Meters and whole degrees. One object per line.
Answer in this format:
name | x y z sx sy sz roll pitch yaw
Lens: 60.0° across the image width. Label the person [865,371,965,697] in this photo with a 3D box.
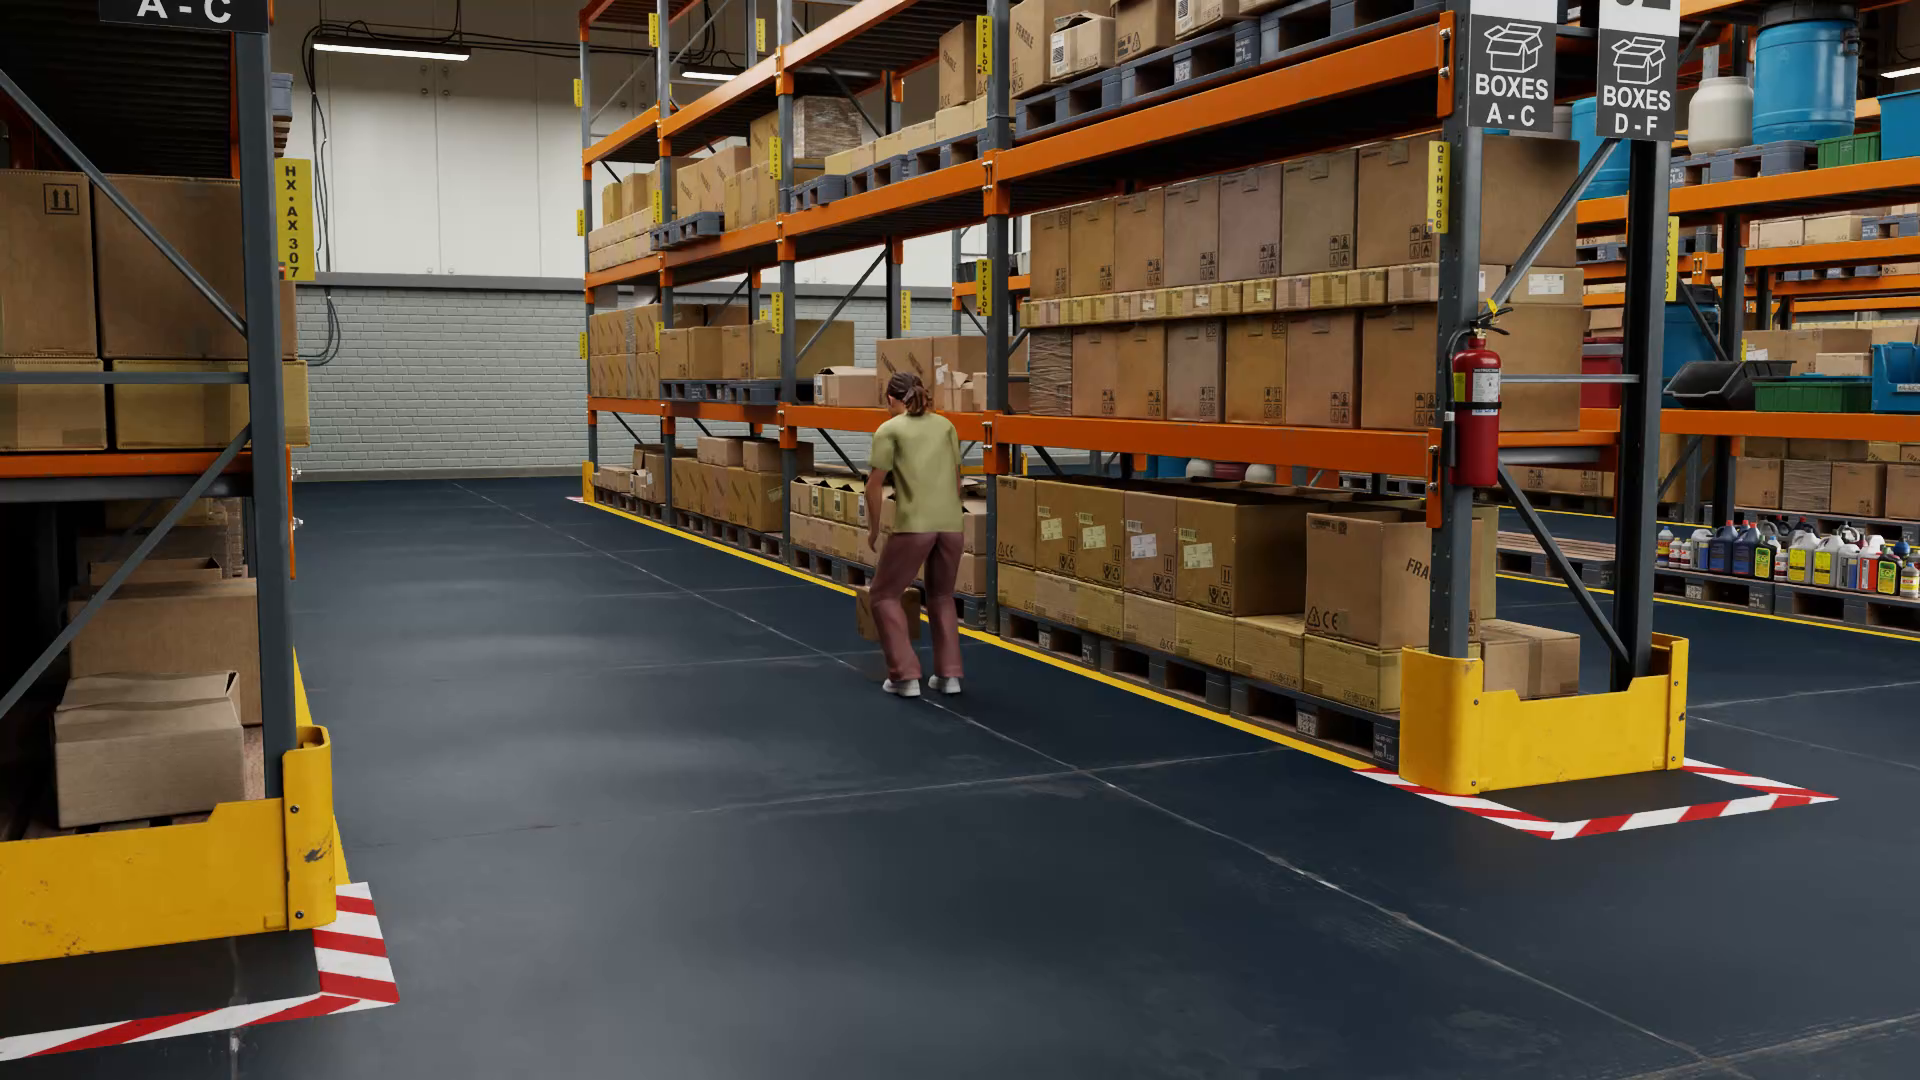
person | -0.217 -0.034 7.996 0.490 1.556 0.489 -2 6 -22
